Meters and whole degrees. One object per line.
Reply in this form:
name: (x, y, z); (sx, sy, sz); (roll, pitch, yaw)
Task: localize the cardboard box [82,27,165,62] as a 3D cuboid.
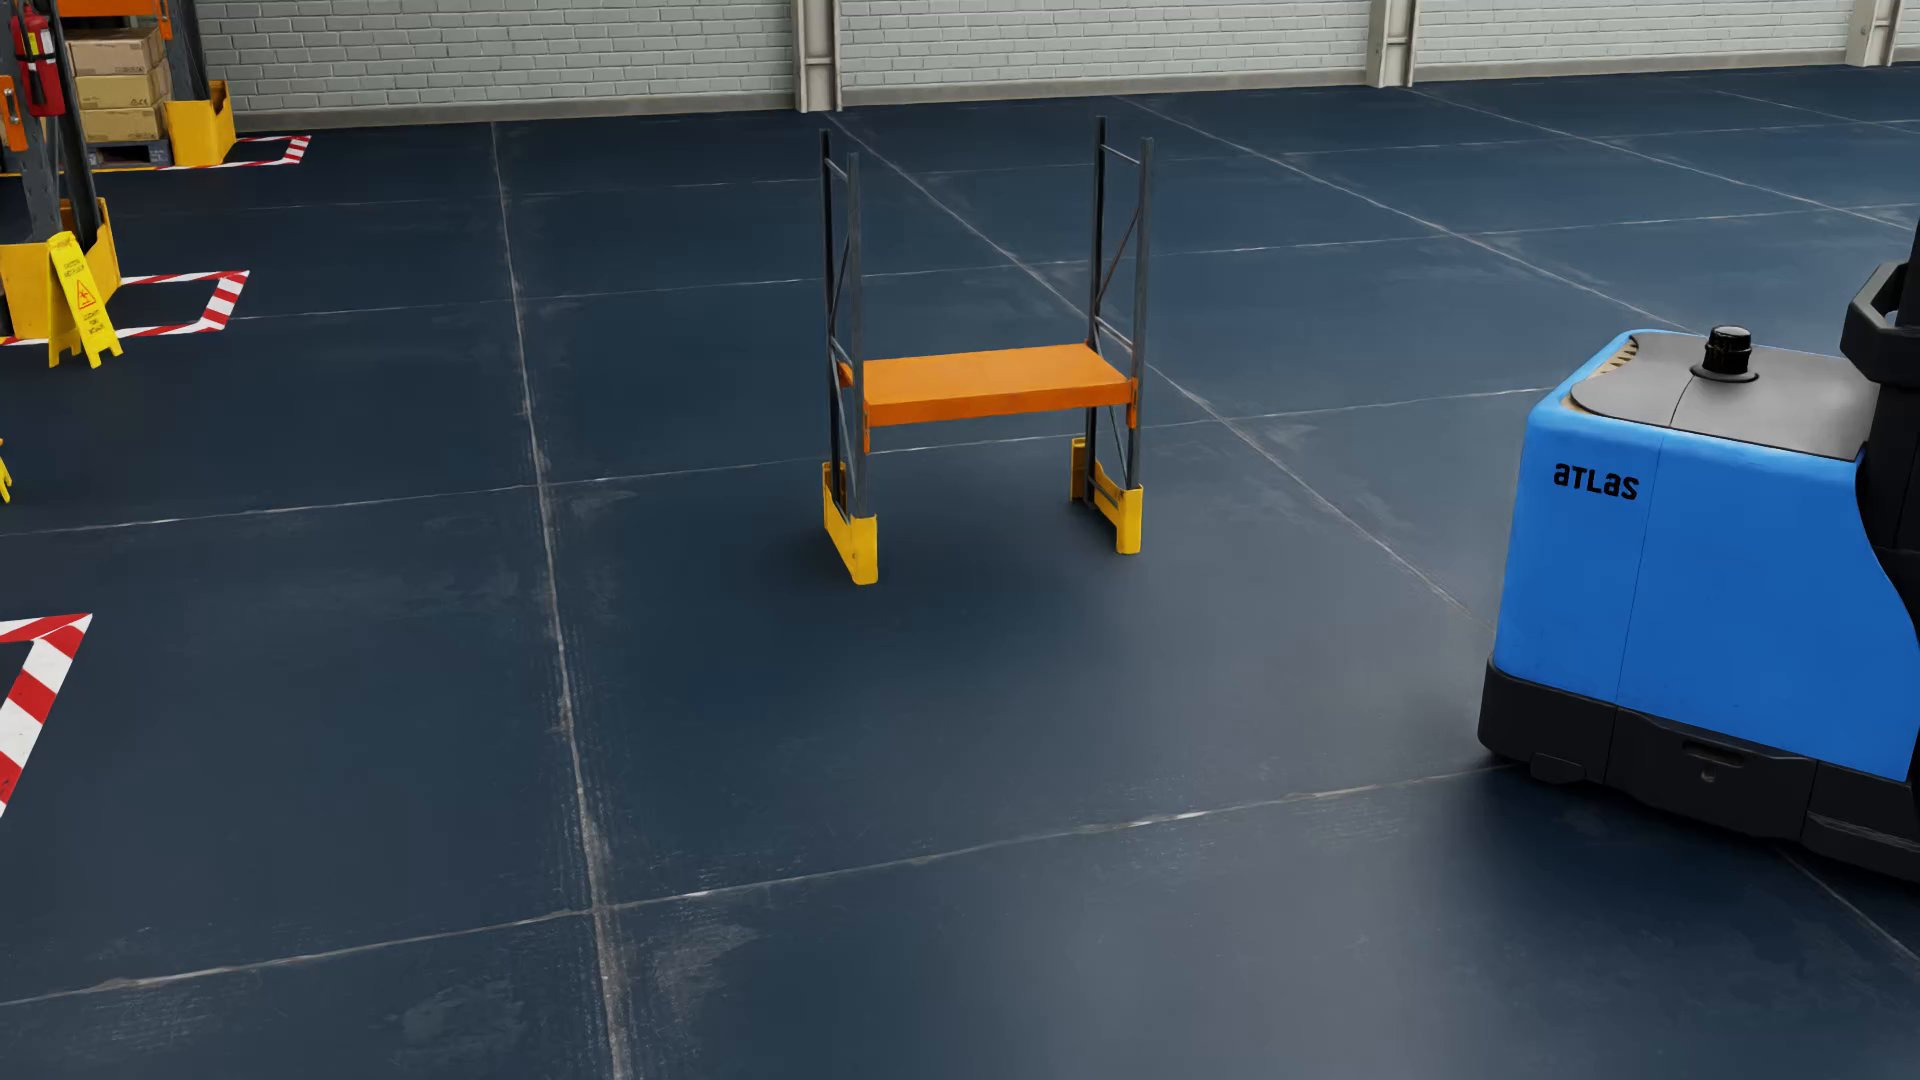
cardboard box: (-6.716, -3.960, 13.361); (0.500, 0.250, 0.500); (-7, 24, -15)

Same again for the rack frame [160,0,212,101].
rack frame: (-6.203, -4.550, 13.051); (0.127, 3.000, 1.000); (-6, 24, -14)

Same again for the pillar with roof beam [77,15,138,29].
pillar with roof beam: (-5.954, -5.941, 8.683); (0.400, 9.000, 9.100); (-6, 24, -14)

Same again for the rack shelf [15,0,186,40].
rack shelf: (-8.128, -4.007, 12.696); (4.000, 0.370, 1.077); (-6, 24, -14)

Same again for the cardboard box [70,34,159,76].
cardboard box: (-6.562, -3.772, 12.923); (0.500, 0.250, 0.500); (-5, 24, -13)

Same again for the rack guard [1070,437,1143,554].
rack guard: (0.553, -0.176, 6.343); (0.087, 0.250, 0.587); (-6, 24, -14)

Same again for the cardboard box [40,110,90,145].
cardboard box: (-7.051, -3.260, 12.999); (0.500, 0.250, 0.500); (-6, 24, -14)

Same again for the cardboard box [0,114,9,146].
cardboard box: (-7.535, -3.211, 12.883); (0.500, 0.250, 0.500); (-6, 24, -14)

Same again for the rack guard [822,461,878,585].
rack guard: (-0.406, -0.070, 6.096); (0.087, 0.250, 0.587); (-6, 24, -14)

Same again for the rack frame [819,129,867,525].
rack frame: (-0.407, -0.644, 5.849); (0.032, 1.500, 0.500); (-6, 24, -14)

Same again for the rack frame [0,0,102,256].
rack frame: (-4.858, -2.666, 8.660); (0.127, 3.000, 1.000); (-6, 24, -14)

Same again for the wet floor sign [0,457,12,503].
wet floor sign: (-3.931, -0.471, 6.528); (0.232, 0.644, 0.267); (-11, 25, -23)

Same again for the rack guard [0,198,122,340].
rack guard: (-4.931, -1.509, 9.134); (0.348, 0.500, 1.175); (-6, 24, -14)

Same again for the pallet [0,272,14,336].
pallet: (-5.723, -1.304, 9.020); (1.213, 0.211, 1.003); (-6, 24, -14)

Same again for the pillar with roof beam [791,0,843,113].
pillar with roof beam: (-0.177, -6.580, 10.173); (0.400, 9.000, 9.100); (-6, 24, -14)

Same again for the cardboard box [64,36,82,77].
cardboard box: (-7.052, -3.715, 12.791); (0.500, 0.250, 0.500); (-6, 24, -13)

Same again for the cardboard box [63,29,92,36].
cardboard box: (-7.197, -3.905, 13.234); (0.500, 0.250, 0.500); (-6, 24, -14)

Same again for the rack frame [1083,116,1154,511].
rack frame: (0.572, -0.752, 6.102); (0.032, 1.500, 0.500); (-6, 24, -14)

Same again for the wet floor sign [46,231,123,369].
wet floor sign: (-4.386, -1.198, 8.224); (0.232, 0.644, 0.267); (2, 23, 4)

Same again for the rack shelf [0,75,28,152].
rack shelf: (-6.784, -2.123, 8.305); (4.000, 0.370, 1.077); (-6, 24, -14)

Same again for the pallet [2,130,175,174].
pallet: (-6.928, -3.172, 13.374); (1.213, 0.211, 1.003); (-6, 24, -14)

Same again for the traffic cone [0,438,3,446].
traffic cone: (-4.297, -0.580, 7.014); (0.334, 0.463, 0.336); (-6, 24, -14)

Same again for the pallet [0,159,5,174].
pallet: (-8.100, -3.043, 13.074); (1.213, 0.211, 1.003); (-6, 24, -14)

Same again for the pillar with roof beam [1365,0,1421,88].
pillar with roof beam: (5.600, -7.219, 11.662); (0.400, 9.000, 9.100); (-6, 24, -14)

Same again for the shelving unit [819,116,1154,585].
shelving unit: (0.073, -0.697, 5.973); (1.083, 1.500, 0.587); (-6, 24, -14)

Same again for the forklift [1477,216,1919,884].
forklift: (2.979, -0.529, 3.765); (3.031, 2.935, 1.130); (15, 28, 32)

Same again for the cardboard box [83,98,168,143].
cardboard box: (-6.570, -3.310, 13.114); (0.500, 0.250, 0.500); (-6, 24, -14)

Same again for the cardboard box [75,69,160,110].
cardboard box: (-6.587, -3.539, 13.014); (0.500, 0.250, 0.500); (-7, 24, -15)

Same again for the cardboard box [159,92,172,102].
cardboard box: (-6.728, -3.502, 13.561); (0.500, 0.250, 0.500); (-6, 24, -14)

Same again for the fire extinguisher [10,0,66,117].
fire extinguisher: (-4.623, -2.468, 8.296); (0.183, 0.674, 0.296); (-6, 24, -14)

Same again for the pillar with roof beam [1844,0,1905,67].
pillar with roof beam: (11.377, -7.858, 13.152); (0.400, 9.000, 9.100); (-6, 24, -14)

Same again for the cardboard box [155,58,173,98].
cardboard box: (-6.711, -3.738, 13.479); (0.500, 0.250, 0.500); (-6, 24, -13)

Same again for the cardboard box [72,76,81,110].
cardboard box: (-7.073, -3.490, 12.899); (0.500, 0.250, 0.500); (-7, 24, -15)

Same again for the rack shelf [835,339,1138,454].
rack shelf: (0.082, -0.533, 6.046); (1.000, 0.185, 0.538); (-6, 24, -14)

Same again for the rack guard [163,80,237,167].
rack guard: (-6.179, -3.404, 13.550); (0.348, 0.500, 1.175); (-6, 24, -14)
